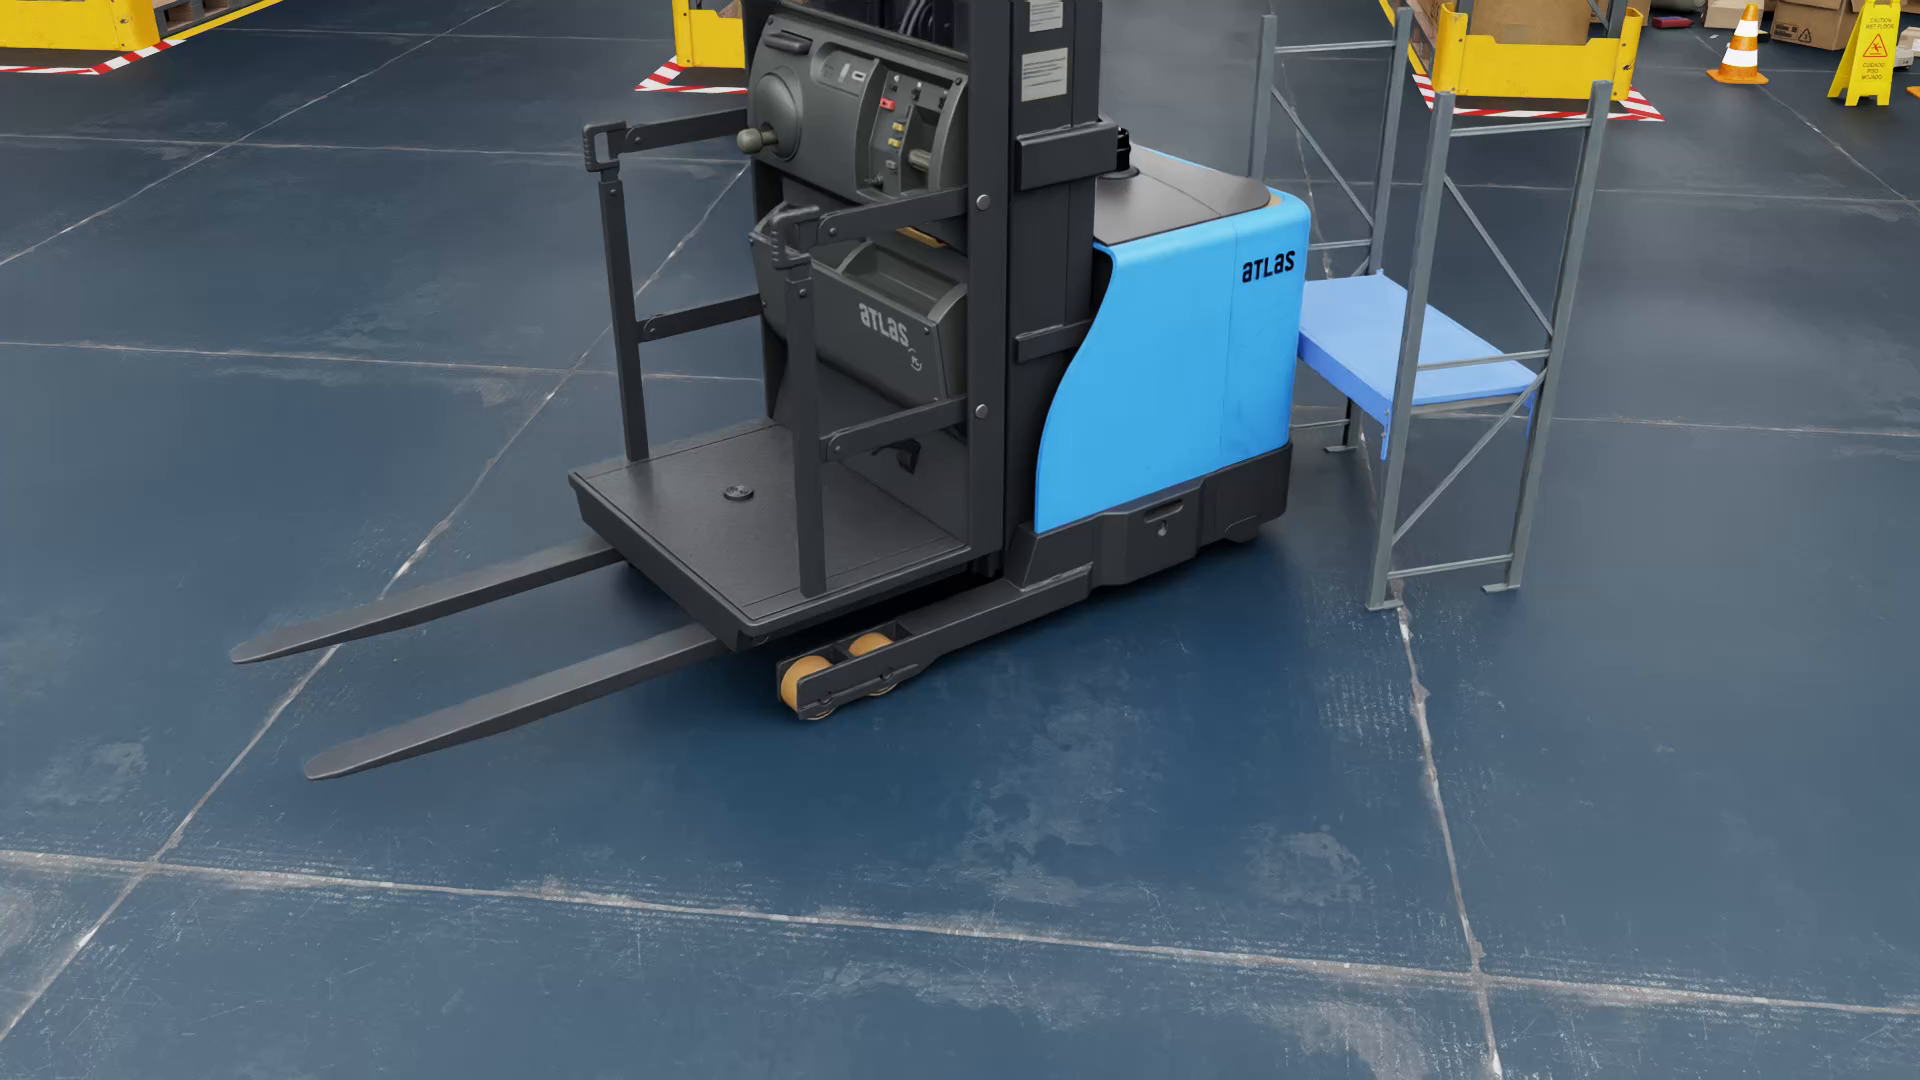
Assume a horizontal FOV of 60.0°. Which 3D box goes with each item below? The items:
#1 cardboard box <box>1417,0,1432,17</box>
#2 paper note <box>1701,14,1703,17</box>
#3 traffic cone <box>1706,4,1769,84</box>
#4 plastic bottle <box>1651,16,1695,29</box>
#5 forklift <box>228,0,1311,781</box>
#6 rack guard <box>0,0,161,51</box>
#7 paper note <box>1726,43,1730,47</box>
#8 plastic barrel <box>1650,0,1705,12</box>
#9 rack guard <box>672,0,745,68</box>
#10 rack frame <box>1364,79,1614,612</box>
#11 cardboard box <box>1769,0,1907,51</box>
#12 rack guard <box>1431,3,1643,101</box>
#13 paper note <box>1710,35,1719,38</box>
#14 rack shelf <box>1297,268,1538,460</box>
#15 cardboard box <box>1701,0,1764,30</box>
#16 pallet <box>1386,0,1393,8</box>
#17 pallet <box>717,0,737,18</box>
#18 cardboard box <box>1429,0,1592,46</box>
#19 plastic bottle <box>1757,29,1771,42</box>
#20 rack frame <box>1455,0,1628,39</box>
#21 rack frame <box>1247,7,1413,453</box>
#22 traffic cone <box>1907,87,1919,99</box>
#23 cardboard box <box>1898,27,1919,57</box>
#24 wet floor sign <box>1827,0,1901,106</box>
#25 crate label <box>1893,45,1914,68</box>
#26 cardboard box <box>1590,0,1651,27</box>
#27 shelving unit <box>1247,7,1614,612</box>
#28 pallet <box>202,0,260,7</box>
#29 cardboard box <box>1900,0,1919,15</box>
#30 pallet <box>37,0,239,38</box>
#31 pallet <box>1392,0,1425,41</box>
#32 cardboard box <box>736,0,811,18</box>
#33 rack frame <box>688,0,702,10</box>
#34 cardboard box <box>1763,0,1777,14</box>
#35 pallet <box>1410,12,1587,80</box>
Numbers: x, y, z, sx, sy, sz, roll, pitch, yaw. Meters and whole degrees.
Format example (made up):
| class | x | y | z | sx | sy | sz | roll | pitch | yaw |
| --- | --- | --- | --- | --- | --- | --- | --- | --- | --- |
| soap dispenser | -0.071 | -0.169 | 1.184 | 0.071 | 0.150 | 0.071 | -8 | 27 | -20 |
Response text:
| class | x | y | z | sx | sy | sz | roll | pitch | yaw |
| --- | --- | --- | --- | --- | --- | --- | --- | --- | --- |
| cardboard box | 3.716 | -4.153 | 11.594 | 0.875 | 0.875 | 0.875 | 3 | 28 | 5 |
| paper note | 5.732 | -3.993 | 12.638 | 0.172 | 0.023 | 0.155 | 14 | 31 | 24 |
| traffic cone | 5.067 | -3.217 | 10.733 | 0.336 | 0.463 | 0.334 | 3 | 28 | 6 |
| plastic bottle | 5.274 | -3.825 | 12.286 | 0.283 | 0.061 | 0.133 | -6 | 29 | -11 |
| forklift | -0.452 | -1.102 | 4.205 | 3.031 | 2.935 | 1.130 | -19 | 34 | -31 |
| rack guard | -6.271 | -3.728 | 11.643 | 1.175 | 0.500 | 0.348 | 3 | 28 | 6 |
| paper note | 5.464 | -3.478 | 11.676 | 0.144 | 0.017 | 0.142 | 14 | 31 | 24 |
| plastic barrel | 5.466 | -4.292 | 12.770 | 0.421 | 0.421 | 0.512 | -24 | 36 | -37 |
| rack guard | -1.309 | -3.437 | 11.103 | 1.175 | 0.500 | 0.348 | 3 | 28 | 6 |
| rack frame | 1.434 | -0.490 | 4.578 | 0.500 | 1.500 | 0.032 | -8 | 29 | -14 |
| cardboard box | 6.220 | -3.801 | 11.775 | 0.797 | 0.503 | 0.637 | -17 | 33 | -29 |
| rack guard | 3.589 | -3.055 | 10.393 | 1.175 | 0.500 | 0.348 | 3 | 28 | 6 |
| paper note | 5.426 | -3.623 | 11.964 | 0.032 | 0.001 | 0.123 | 20 | 34 | 32 |
| rack shelf | 1.293 | -0.564 | 5.093 | 0.538 | 0.185 | 1.000 | -8 | 29 | -14 |
| cardboard box | 5.700 | -3.929 | 12.264 | 0.396 | 0.266 | 0.258 | 8 | 29 | 15 |
| pallet | 3.912 | -4.468 | 13.321 | 1.003 | 0.211 | 1.213 | 3 | 28 | 6 |
| pallet | -1.174 | -3.691 | 11.878 | 1.003 | 0.211 | 1.213 | 3 | 28 | 6 |
| cardboard box | 3.610 | -3.739 | 10.825 | 0.875 | 0.875 | 0.875 | 4 | 29 | 6 |
| plastic bottle | 5.665 | -3.628 | 11.920 | 0.133 | 0.061 | 0.283 | -6 | 29 | -11 |
| rack frame | 3.592 | -4.166 | 9.821 | 1.000 | 3.000 | 0.127 | 3 | 28 | 6 |
| rack frame | 1.152 | -0.954 | 5.438 | 0.500 | 1.500 | 0.032 | -8 | 29 | -14 |
| traffic cone | 6.147 | -2.991 | 10.314 | 0.336 | 0.463 | 0.334 | 3 | 28 | 6 |
| cardboard box | 6.673 | -3.405 | 11.414 | 0.380 | 0.149 | 0.250 | 20 | 34 | 32 |
| wet floor sign | 5.554 | -3.001 | 10.140 | 0.267 | 0.644 | 0.232 | -1 | 28 | -3 |
| crate label | 6.181 | -3.222 | 11.085 | 0.250 | 0.136 | 0.298 | -11 | 30 | -20 |
| cardboard box | 4.911 | -4.160 | 12.441 | 0.500 | 0.500 | 0.500 | 8 | 29 | 15 |
| shelving unit | 1.293 | -0.722 | 5.008 | 0.538 | 1.500 | 1.048 | -8 | 29 | -14 |
| pallet | -6.014 | -4.556 | 13.484 | 1.003 | 0.211 | 1.213 | 3 | 28 | 6 |
| cardboard box | 7.526 | -4.284 | 12.673 | 0.500 | 0.500 | 0.500 | -24 | 36 | -37 |
| pallet | -6.166 | -3.983 | 12.421 | 1.003 | 0.211 | 1.213 | 3 | 28 | 6 |
| pallet | 3.765 | -3.892 | 12.252 | 1.003 | 0.211 | 1.213 | 3 | 28 | 6 |
| cardboard box | -1.225 | -3.880 | 11.481 | 0.500 | 0.500 | 0.500 | 9 | 30 | 16 |
| rack frame | -1.318 | -4.502 | 10.444 | 1.000 | 3.000 | 0.127 | 3 | 28 | 6 |
| cardboard box | 6.326 | -4.302 | 12.561 | 0.797 | 0.637 | 0.503 | 3 | 28 | 6 |
| pallet | 3.613 | -3.320 | 11.189 | 1.003 | 0.211 | 1.213 | 3 | 28 | 6 |
